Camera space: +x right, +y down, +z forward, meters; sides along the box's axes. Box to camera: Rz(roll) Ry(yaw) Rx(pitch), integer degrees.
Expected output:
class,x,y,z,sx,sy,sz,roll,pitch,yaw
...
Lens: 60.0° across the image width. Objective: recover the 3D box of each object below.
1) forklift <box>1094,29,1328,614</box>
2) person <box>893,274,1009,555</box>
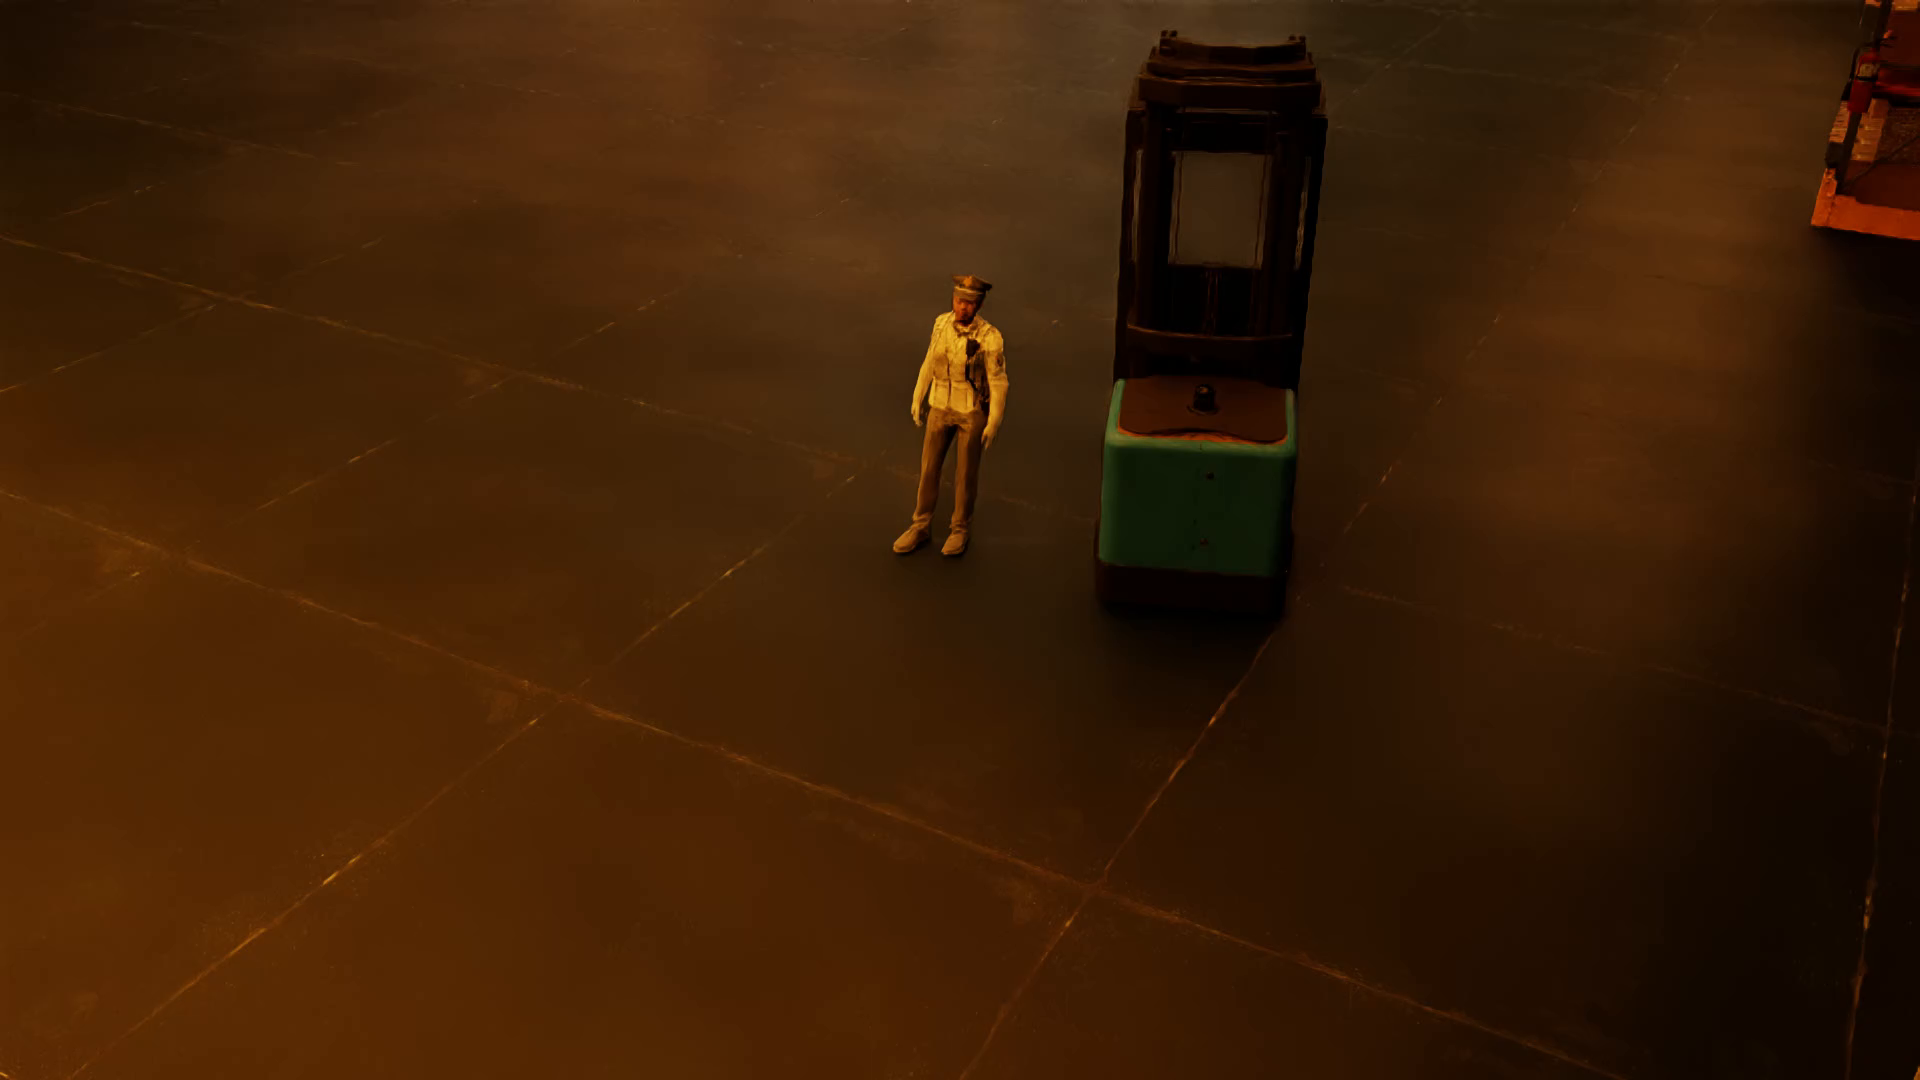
class,x,y,z,sx,sy,sz,roll,pitch,yaw
forklift,1.496,-1.578,9.805,1.130,2.935,3.031,4,30,8
person,-0.039,-0.712,9.527,0.586,1.695,0.533,15,33,25
